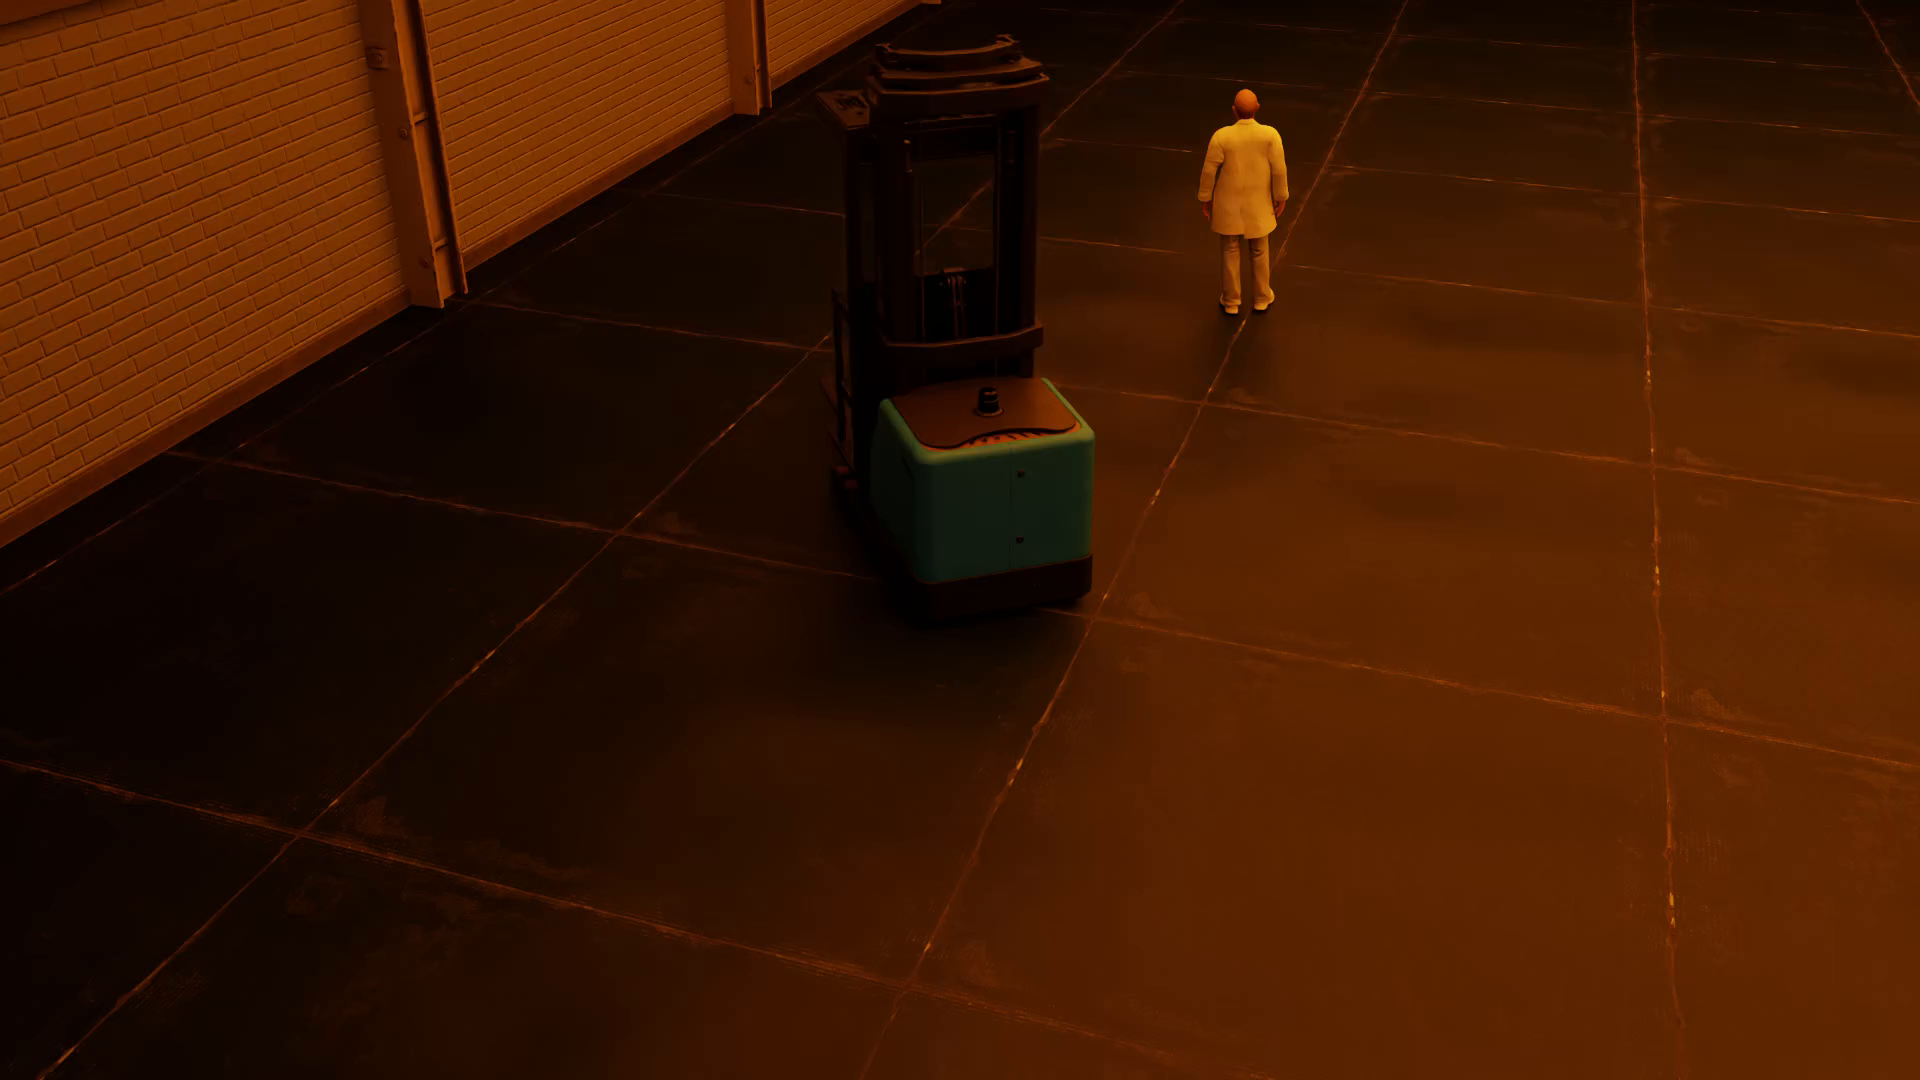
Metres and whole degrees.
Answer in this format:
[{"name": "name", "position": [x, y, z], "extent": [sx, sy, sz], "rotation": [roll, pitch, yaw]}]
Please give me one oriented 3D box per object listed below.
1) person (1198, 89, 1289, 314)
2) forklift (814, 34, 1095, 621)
[{"name": "person", "position": [2.199, -2.649, 12.934], "extent": [0.694, 1.776, 0.581], "rotation": [5, 30, 9]}, {"name": "forklift", "position": [-0.191, -1.544, 9.845], "extent": [1.130, 2.935, 3.031], "rotation": [-9, 31, -16]}]
